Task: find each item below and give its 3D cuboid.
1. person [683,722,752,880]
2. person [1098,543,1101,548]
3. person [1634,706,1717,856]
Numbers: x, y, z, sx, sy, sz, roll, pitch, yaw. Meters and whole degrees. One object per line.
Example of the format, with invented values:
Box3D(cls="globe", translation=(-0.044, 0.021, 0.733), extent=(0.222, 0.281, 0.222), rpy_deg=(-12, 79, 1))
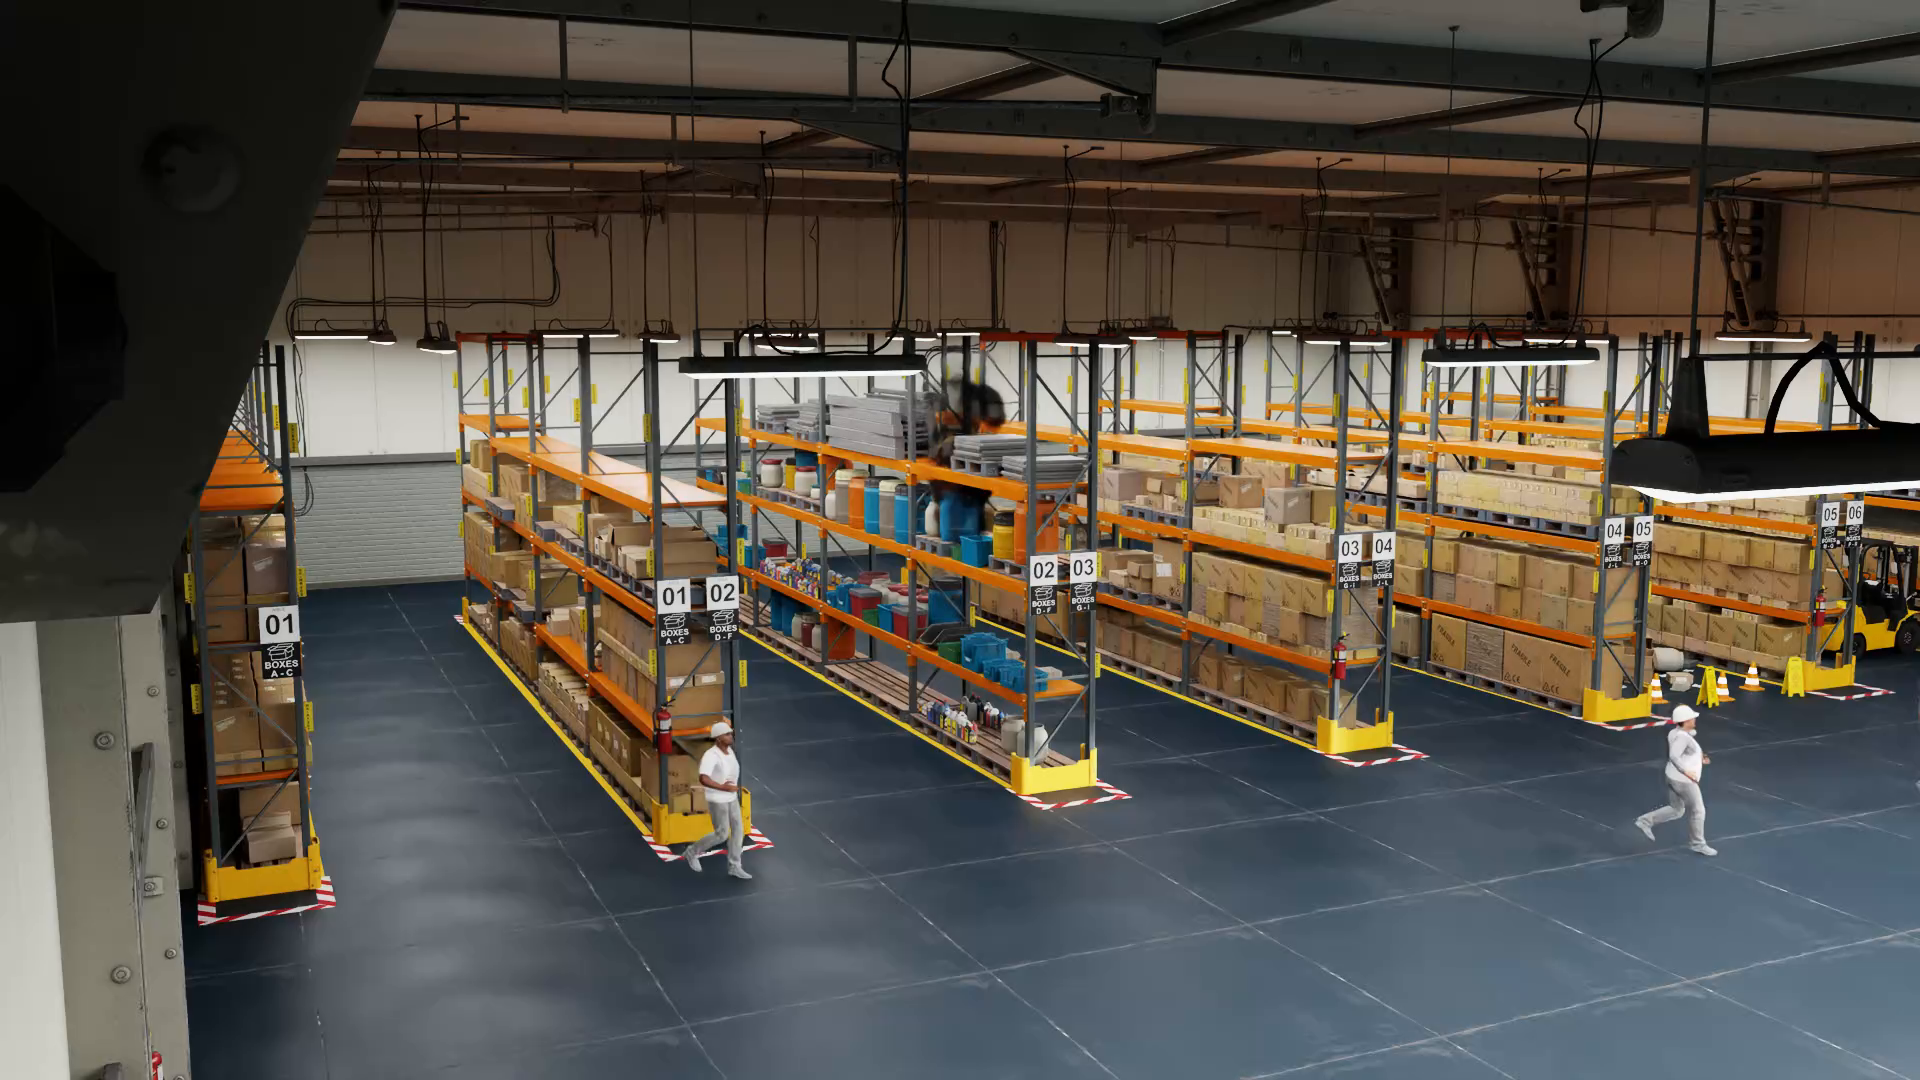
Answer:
Box3D(cls="person", translation=(-2.714, 2.944, 18.844), extent=(0.804, 1.776, 0.724), rpy_deg=(2, 8, 17))
Box3D(cls="person", translation=(2.886, 0.587, 36.203), extent=(0.583, 1.673, 0.957), rpy_deg=(-5, 9, -34))
Box3D(cls="person", translation=(8.492, 2.828, 19.615), extent=(0.928, 1.778, 0.663), rpy_deg=(1, 8, 7))
